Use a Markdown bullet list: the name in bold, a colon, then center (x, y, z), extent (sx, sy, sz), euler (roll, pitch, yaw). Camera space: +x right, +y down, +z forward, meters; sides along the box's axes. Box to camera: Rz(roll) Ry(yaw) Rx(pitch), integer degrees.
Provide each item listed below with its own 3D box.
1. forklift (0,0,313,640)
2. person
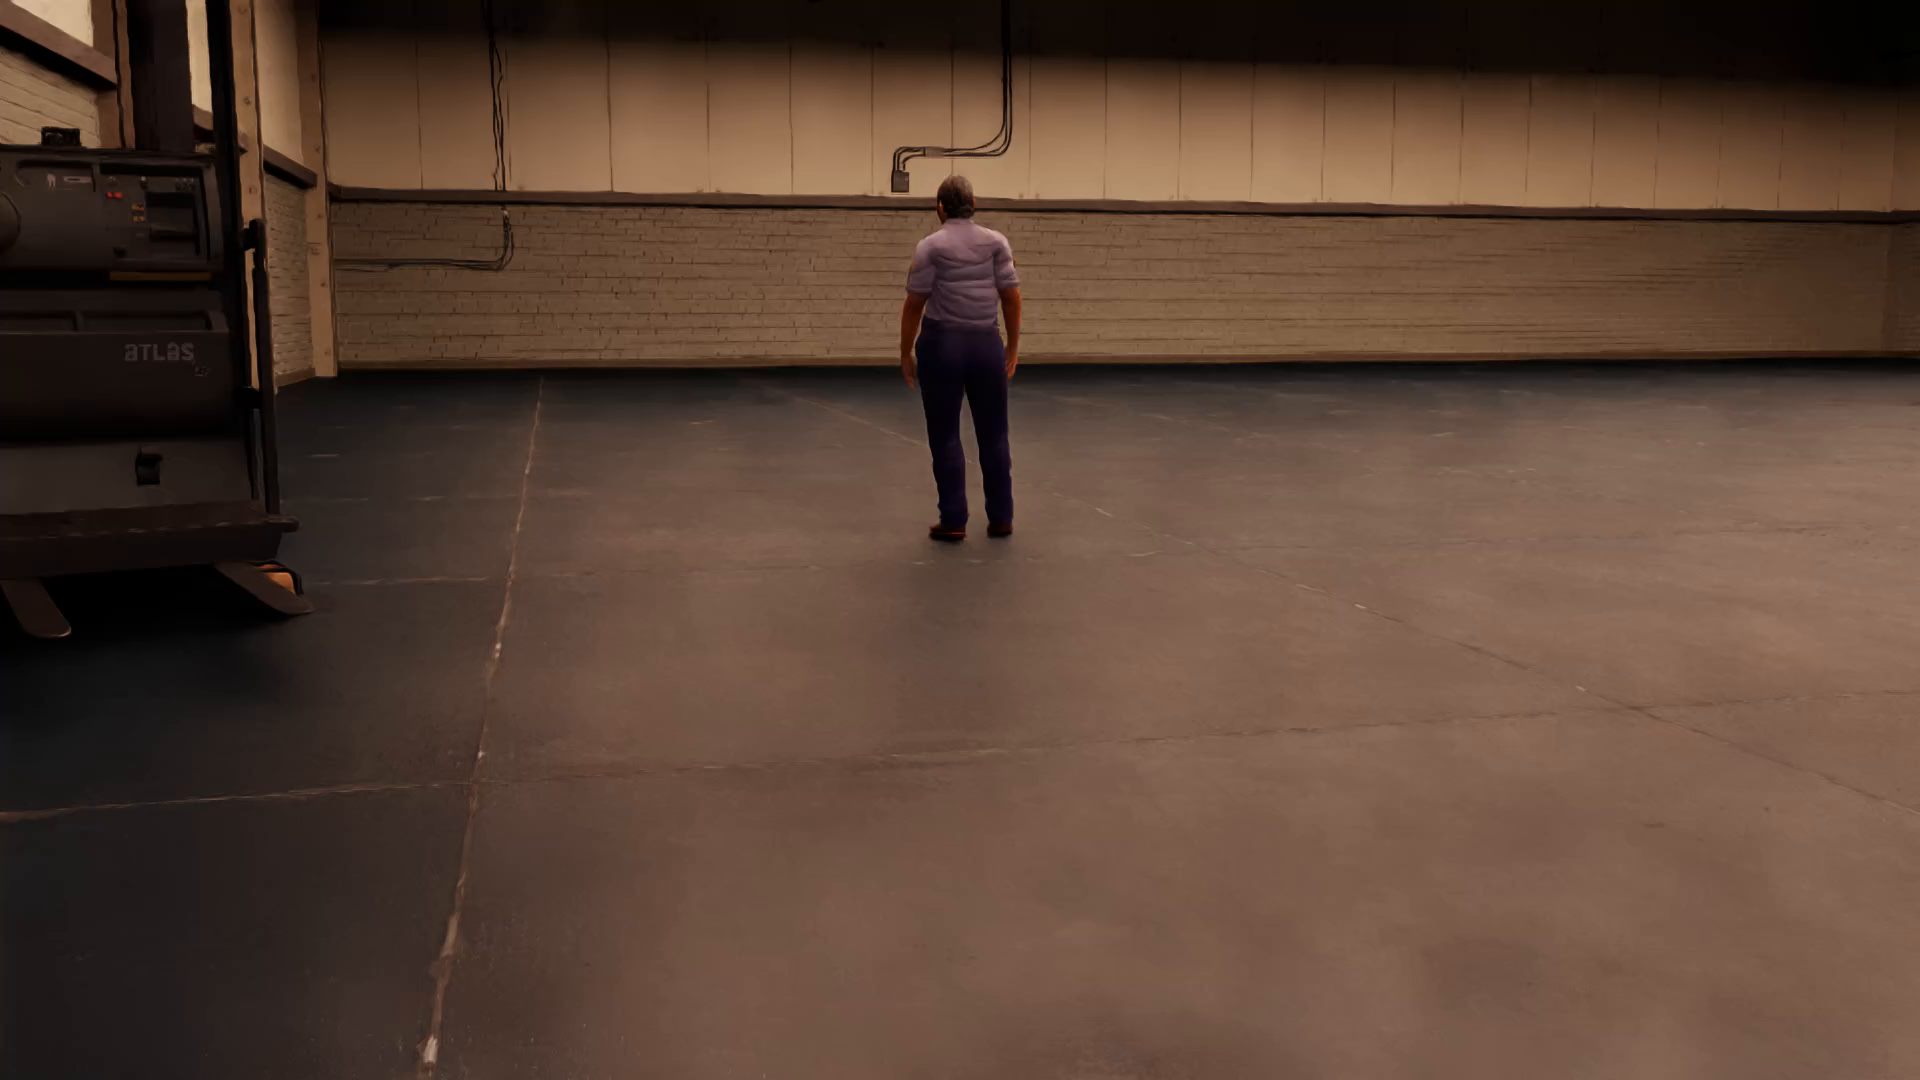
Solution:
- **forklift**: center (-2.937, -1.178, 5.552), extent (1.130, 2.935, 3.031), euler (-5, 10, -33)
- **person**: center (0.001, -0.836, 7.684), extent (0.599, 1.650, 0.502), euler (-2, 8, -13)
